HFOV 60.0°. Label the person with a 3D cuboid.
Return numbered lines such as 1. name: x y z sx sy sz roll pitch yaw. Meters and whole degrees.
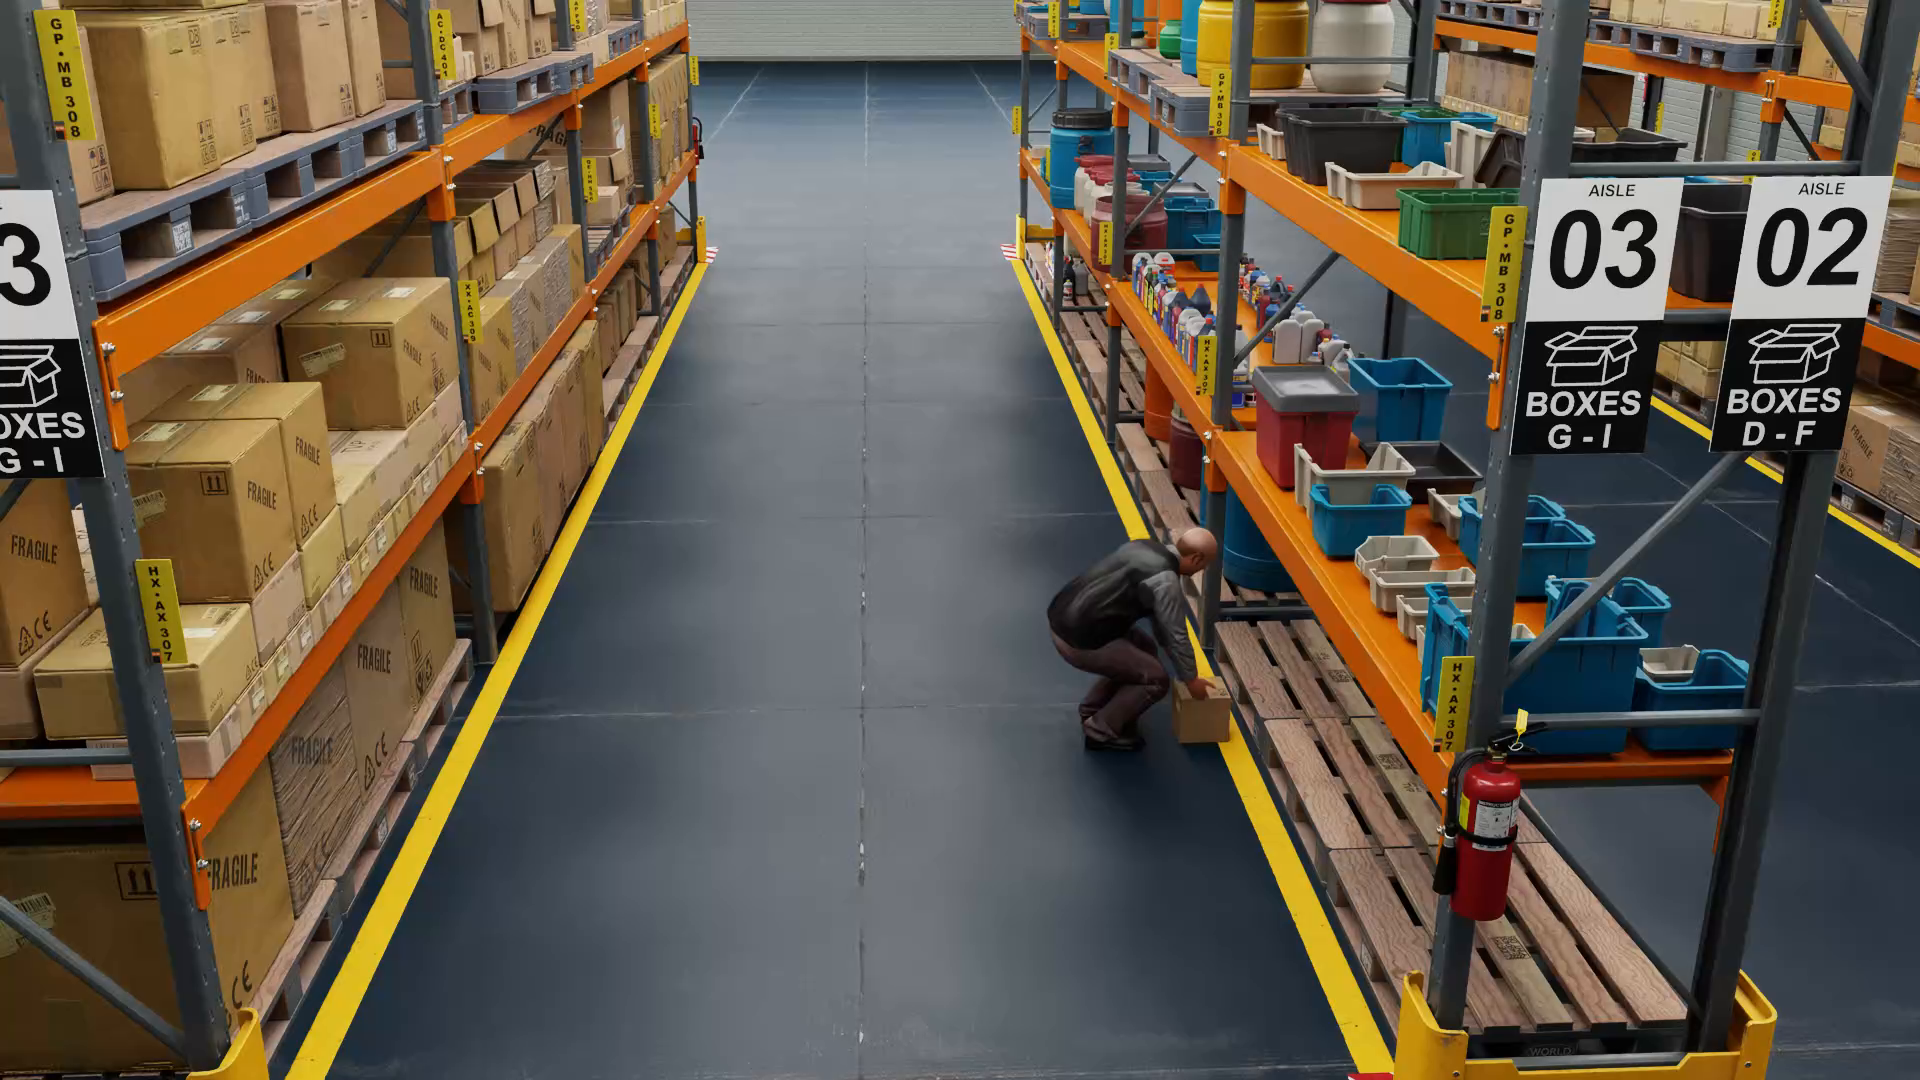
1. person: 0.905 0.611 8.305 0.880 0.838 0.527 -1 20 -3
